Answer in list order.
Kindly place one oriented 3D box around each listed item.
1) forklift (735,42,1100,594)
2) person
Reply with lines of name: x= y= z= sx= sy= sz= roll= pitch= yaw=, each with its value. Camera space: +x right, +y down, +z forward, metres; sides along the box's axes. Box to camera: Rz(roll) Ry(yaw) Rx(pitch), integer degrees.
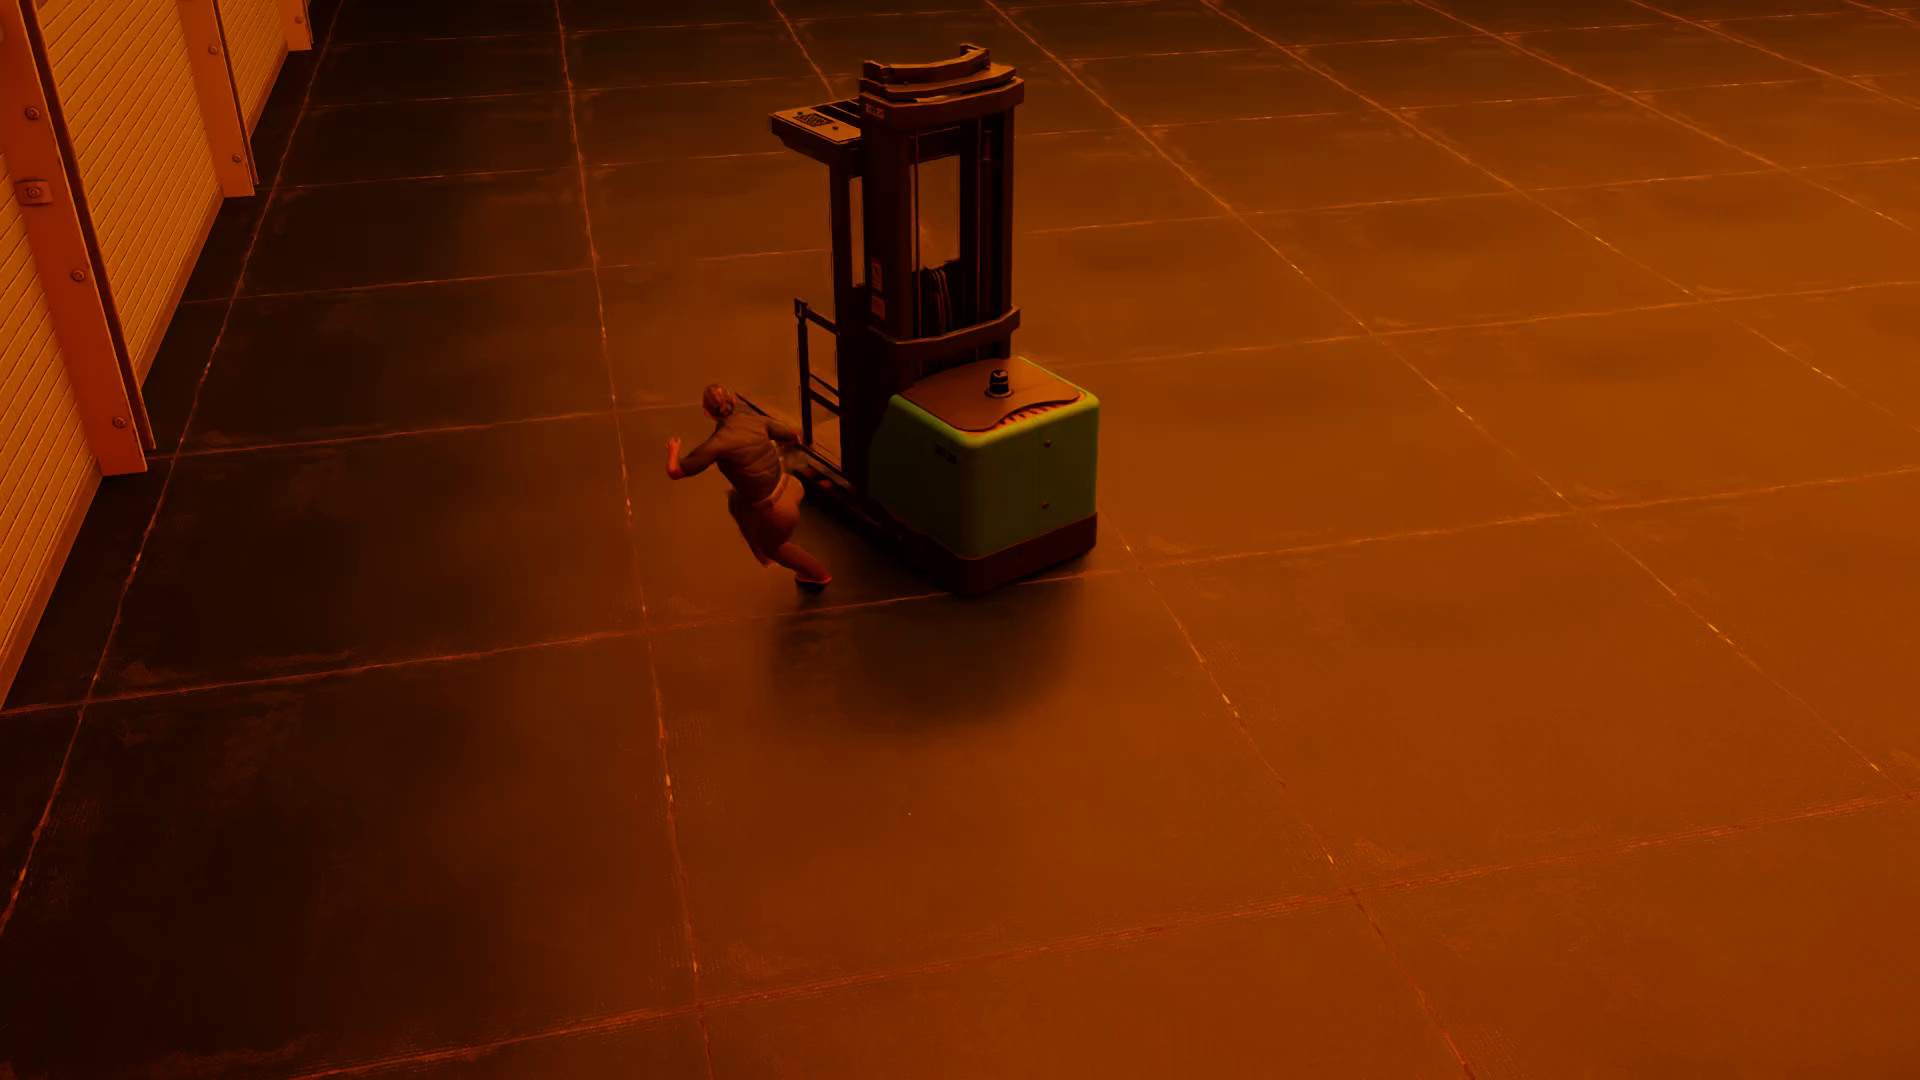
forklift: x=-0.437 y=-1.630 z=10.390 sx=1.130 sy=2.935 sz=3.031 roll=-20 pitch=36 yaw=-31
person: x=-1.226 y=-0.292 z=9.544 sx=0.841 sy=1.427 sz=0.899 roll=13 pitch=33 yaw=21
